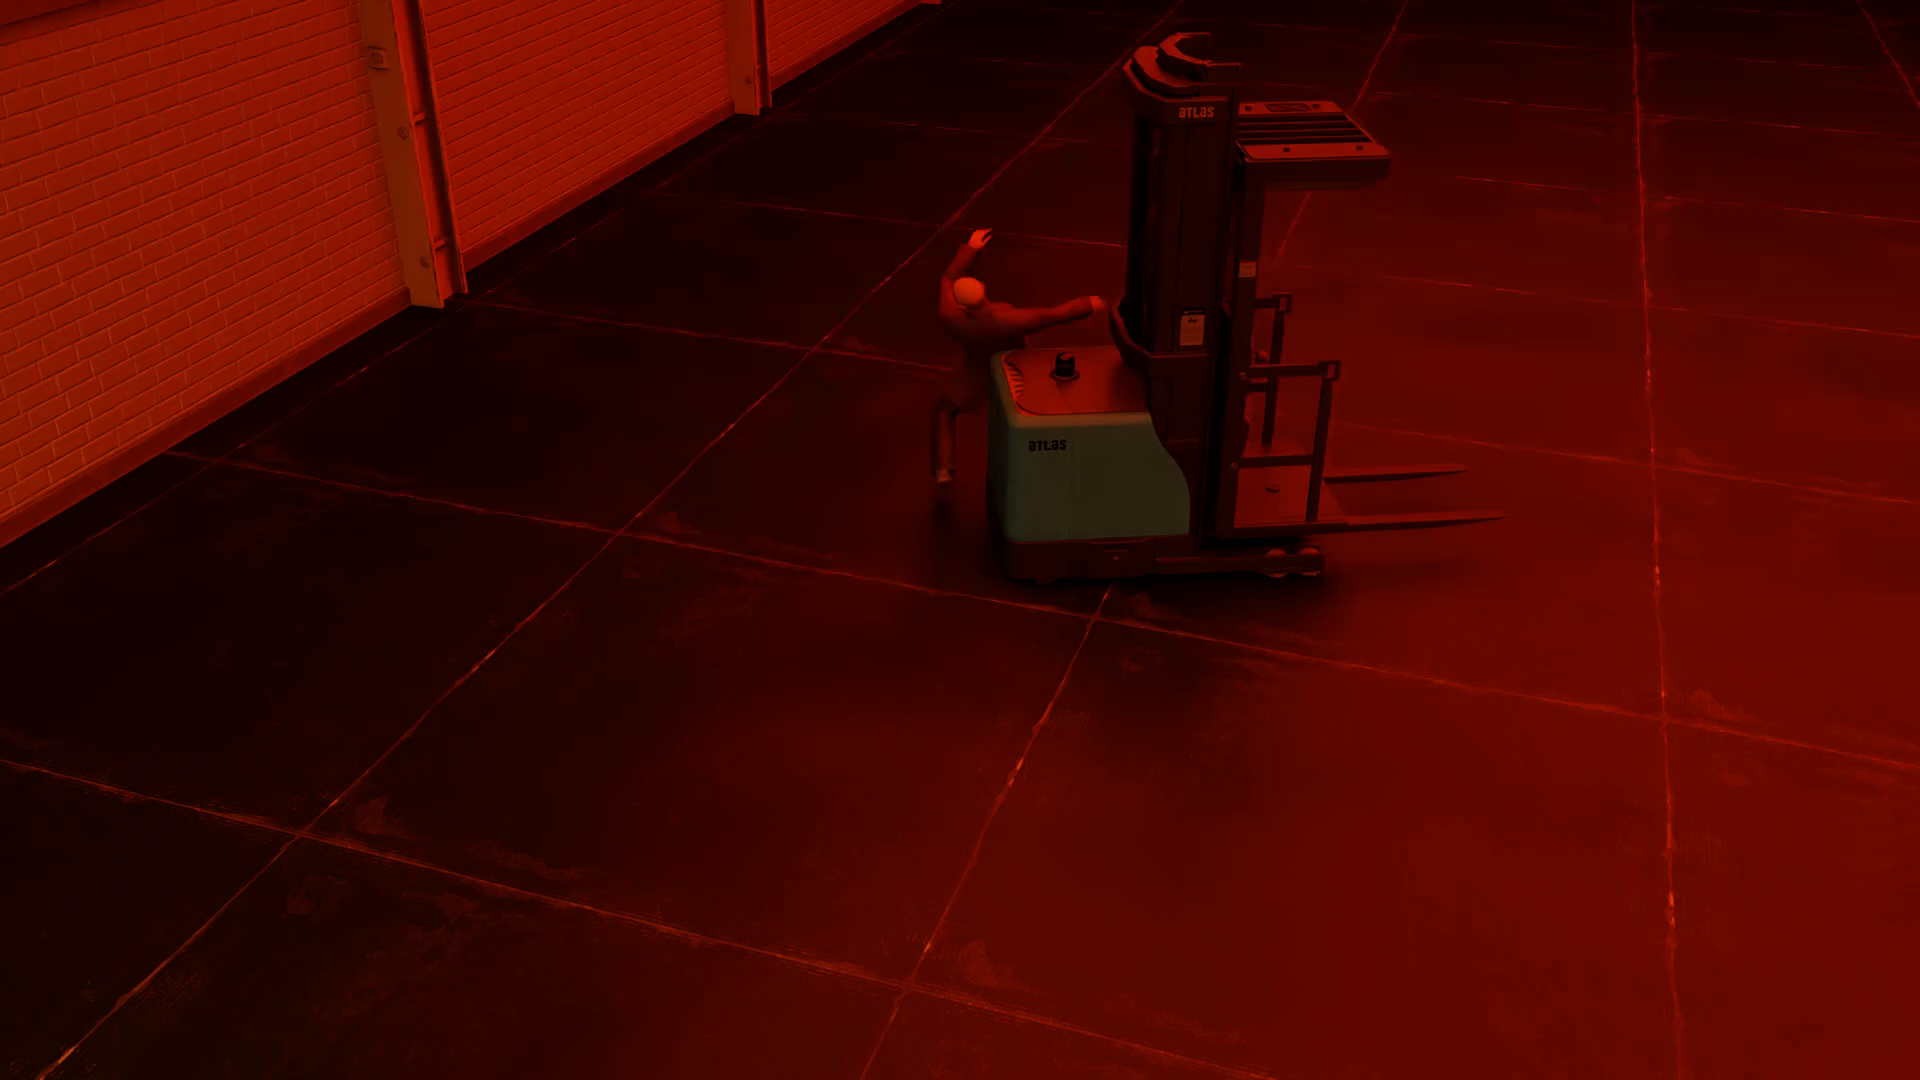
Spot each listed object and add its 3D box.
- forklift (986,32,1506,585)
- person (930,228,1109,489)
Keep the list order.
[{"bbox_3d":[1.710,-1.311,9.436,3.031,2.935,1.130,-3,30,-5],"label":"forklift"},{"bbox_3d":[0.364,-1.067,10.333,1.129,1.583,0.754,-1,30,-3],"label":"person"}]
